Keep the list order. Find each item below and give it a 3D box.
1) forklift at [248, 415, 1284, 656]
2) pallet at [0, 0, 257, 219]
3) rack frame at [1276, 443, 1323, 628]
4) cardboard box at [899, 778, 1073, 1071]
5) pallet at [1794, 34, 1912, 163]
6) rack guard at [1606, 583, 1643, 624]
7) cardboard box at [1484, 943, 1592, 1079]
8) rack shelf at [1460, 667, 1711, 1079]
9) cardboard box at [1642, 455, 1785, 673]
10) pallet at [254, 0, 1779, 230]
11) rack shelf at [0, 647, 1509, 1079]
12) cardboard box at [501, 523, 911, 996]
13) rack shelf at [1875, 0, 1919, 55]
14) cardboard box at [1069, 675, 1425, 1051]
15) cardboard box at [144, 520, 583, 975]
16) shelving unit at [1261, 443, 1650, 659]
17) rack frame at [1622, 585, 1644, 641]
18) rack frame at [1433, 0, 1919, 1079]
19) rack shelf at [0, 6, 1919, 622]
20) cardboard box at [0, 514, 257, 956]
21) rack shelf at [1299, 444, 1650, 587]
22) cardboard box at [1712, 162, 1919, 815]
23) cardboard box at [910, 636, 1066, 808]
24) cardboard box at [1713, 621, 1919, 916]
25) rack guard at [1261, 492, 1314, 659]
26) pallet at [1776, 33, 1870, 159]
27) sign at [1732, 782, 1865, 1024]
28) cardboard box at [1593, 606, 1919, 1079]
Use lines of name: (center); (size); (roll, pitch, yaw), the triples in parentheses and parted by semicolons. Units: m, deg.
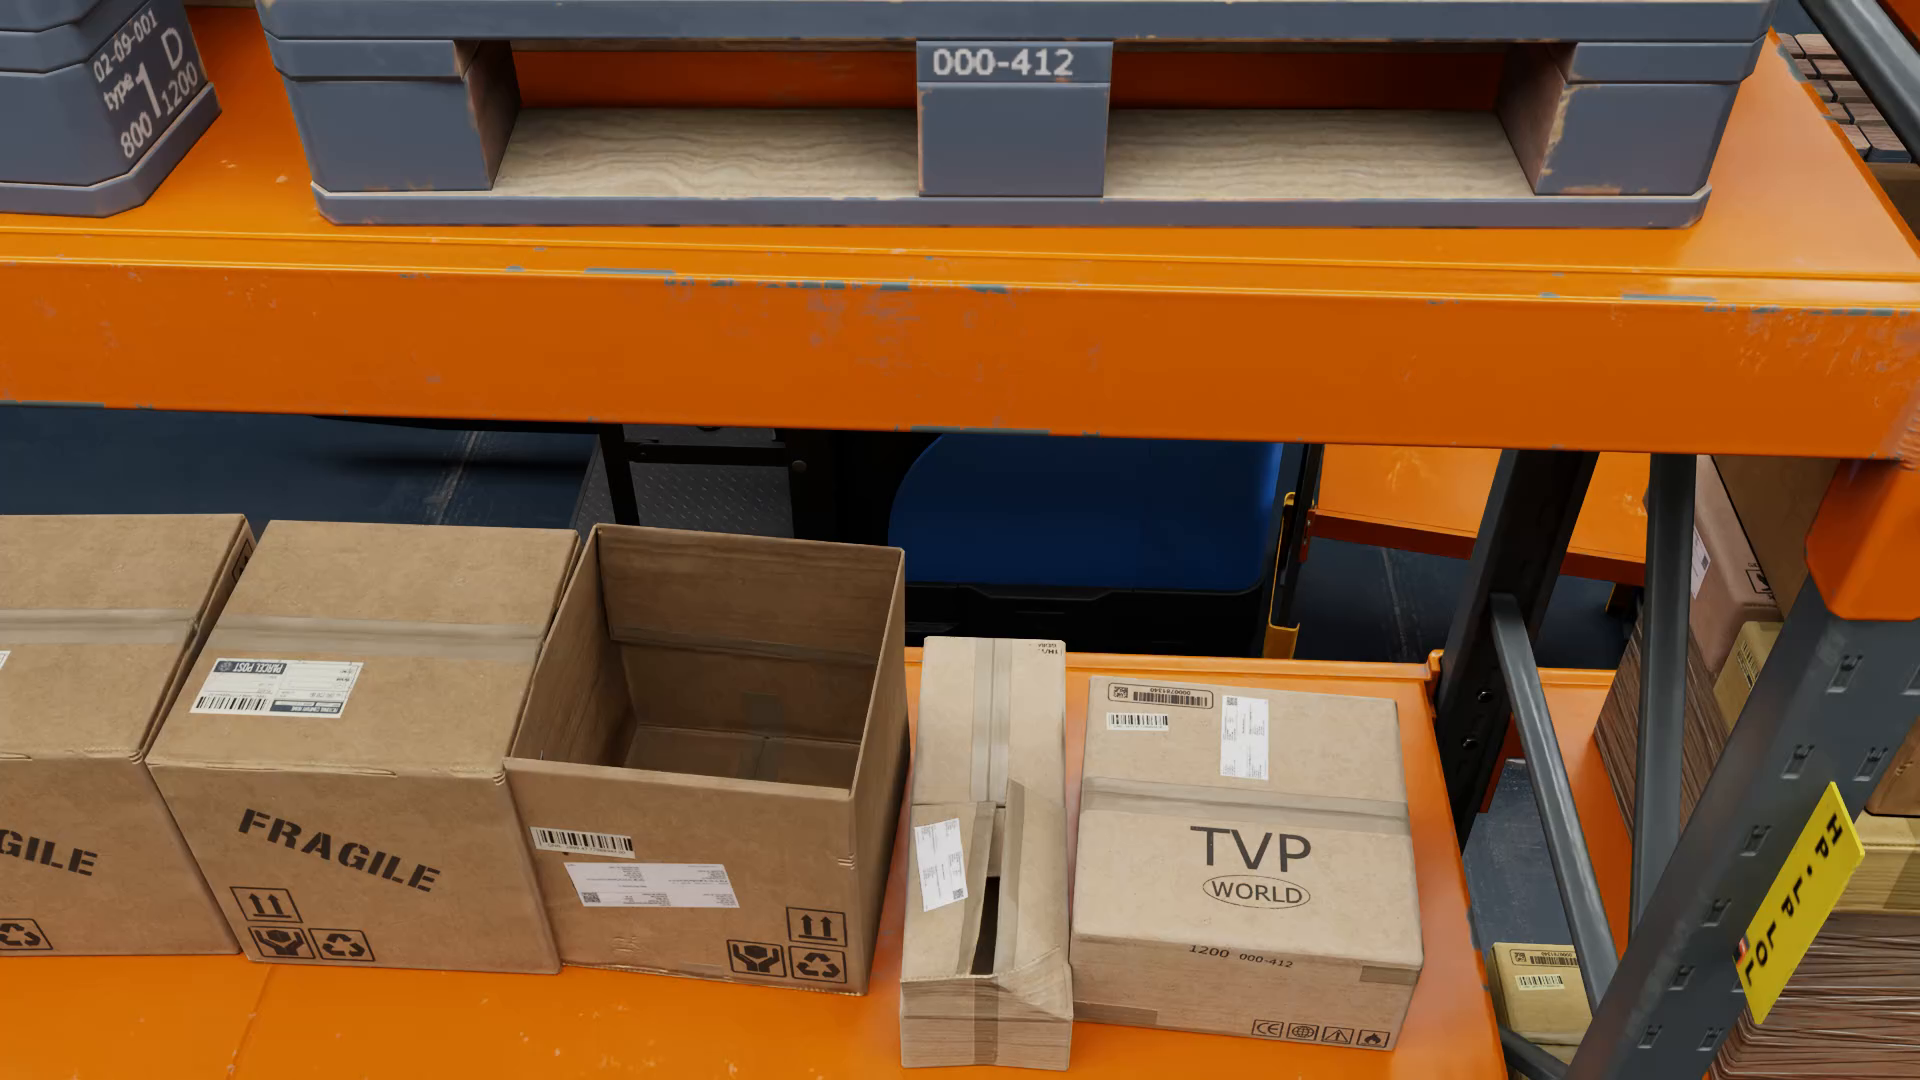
forklift: (-0.629, -1.091, 4.271); (3.031, 2.935, 1.130); (2, 43, 2)
pallet: (-1.267, -0.732, 1.773); (1.213, 0.211, 1.003); (4, 43, 4)
rack frame: (0.962, -0.312, 4.485); (0.032, 1.500, 0.500); (9, 44, 10)
cardboard box: (0.043, 0.574, 2.531); (0.258, 0.266, 0.396); (1, 43, 1)
pallet: (4.263, -1.801, 7.029); (1.213, 0.211, 1.003); (2, 43, 2)
rack guard: (1.934, 0.299, 4.746); (0.087, 0.250, 0.587); (9, 44, 10)
cardboard box: (1.402, 1.145, 3.529); (0.500, 0.250, 0.500); (2, 43, 2)
rack shelf: (2.927, 0.752, 2.770); (4.000, 0.370, 1.077); (2, 43, 2)
cardboard box: (1.211, 0.016, 2.483); (0.250, 0.149, 0.380); (2, 43, 2)
pallet: (0.048, -0.619, 1.653); (1.217, 0.209, 0.805); (0, 43, 0)
rack shelf: (-1.069, 0.629, 2.902); (4.000, 0.370, 1.077); (2, 43, 2)
cardboard box: (-0.363, 0.340, 2.611); (0.500, 0.500, 0.500); (5, 43, 5)
rack shelf: (2.927, -0.346, 1.748); (4.000, 0.370, 1.077); (2, 43, 2)
cardboard box: (0.435, 0.497, 2.626); (0.500, 0.250, 0.500); (4, 43, 5)
cardboard box: (-0.864, 0.324, 2.628); (0.500, 0.500, 0.500); (2, 43, 2)
shelving unit: (1.449, -0.235, 4.402); (1.083, 1.500, 0.587); (9, 44, 10)
rack frame: (1.953, -0.155, 4.317); (0.032, 1.500, 0.500); (9, 44, 10)
rack frame: (0.929, 0.427, 2.591); (0.127, 3.000, 1.000); (2, 43, 2)
rack shelf: (-1.069, -0.469, 1.879); (4.000, 0.370, 1.077); (2, 43, 2)
cardboard box: (-1.390, 0.308, 2.645); (0.500, 0.500, 0.500); (0, 43, 0)
rack shelf: (1.458, -0.102, 4.523); (1.000, 0.185, 0.538); (9, 44, 10)
cardboard box: (1.373, -0.075, 2.104); (0.500, 0.500, 0.700); (2, 43, 2)
cardboard box: (0.053, 0.353, 2.855); (0.250, 0.149, 0.380); (2, 43, 2)
cardboard box: (1.189, 0.293, 2.185); (0.250, 0.149, 0.380); (2, 43, 2)
rack guard: (0.964, 0.145, 4.911); (0.087, 0.250, 0.587); (9, 44, 10)
pallet: (3.047, -1.841, 7.071); (1.213, 0.211, 1.003); (2, 43, 2)
sign: (0.915, 0.402, 1.826); (0.005, 0.325, 0.100); (2, 43, 2)
cardboard box: (1.373, 0.400, 2.547); (0.500, 0.500, 0.700); (1, 43, 1)
